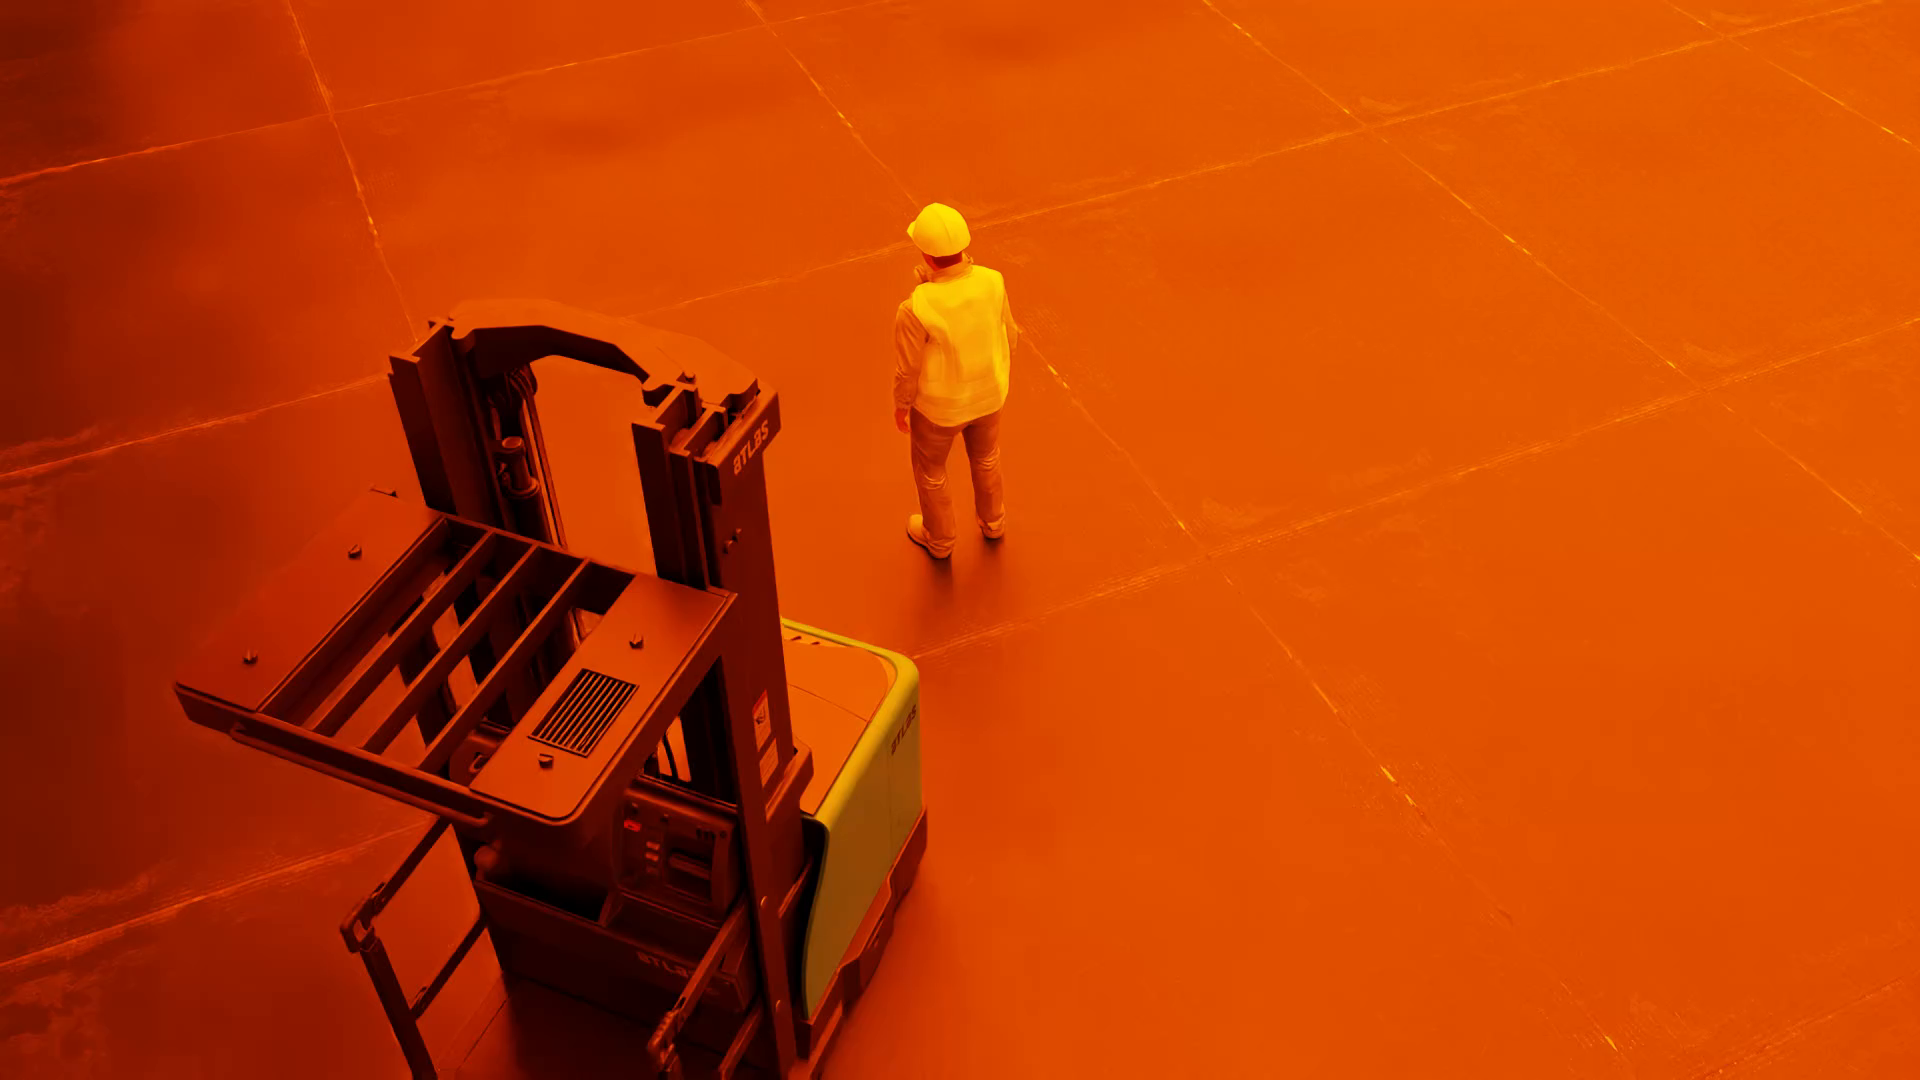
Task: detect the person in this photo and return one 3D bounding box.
[{"bbox_3d":[-0.026,-0.657,7.236,0.589,1.770,0.463,-20,47,-20],"label":"person"}]

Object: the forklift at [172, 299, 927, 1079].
[{"bbox_3d":[-1.157,0.934,4.679,1.130,2.935,3.031,16,45,16],"label":"forklift"}]
